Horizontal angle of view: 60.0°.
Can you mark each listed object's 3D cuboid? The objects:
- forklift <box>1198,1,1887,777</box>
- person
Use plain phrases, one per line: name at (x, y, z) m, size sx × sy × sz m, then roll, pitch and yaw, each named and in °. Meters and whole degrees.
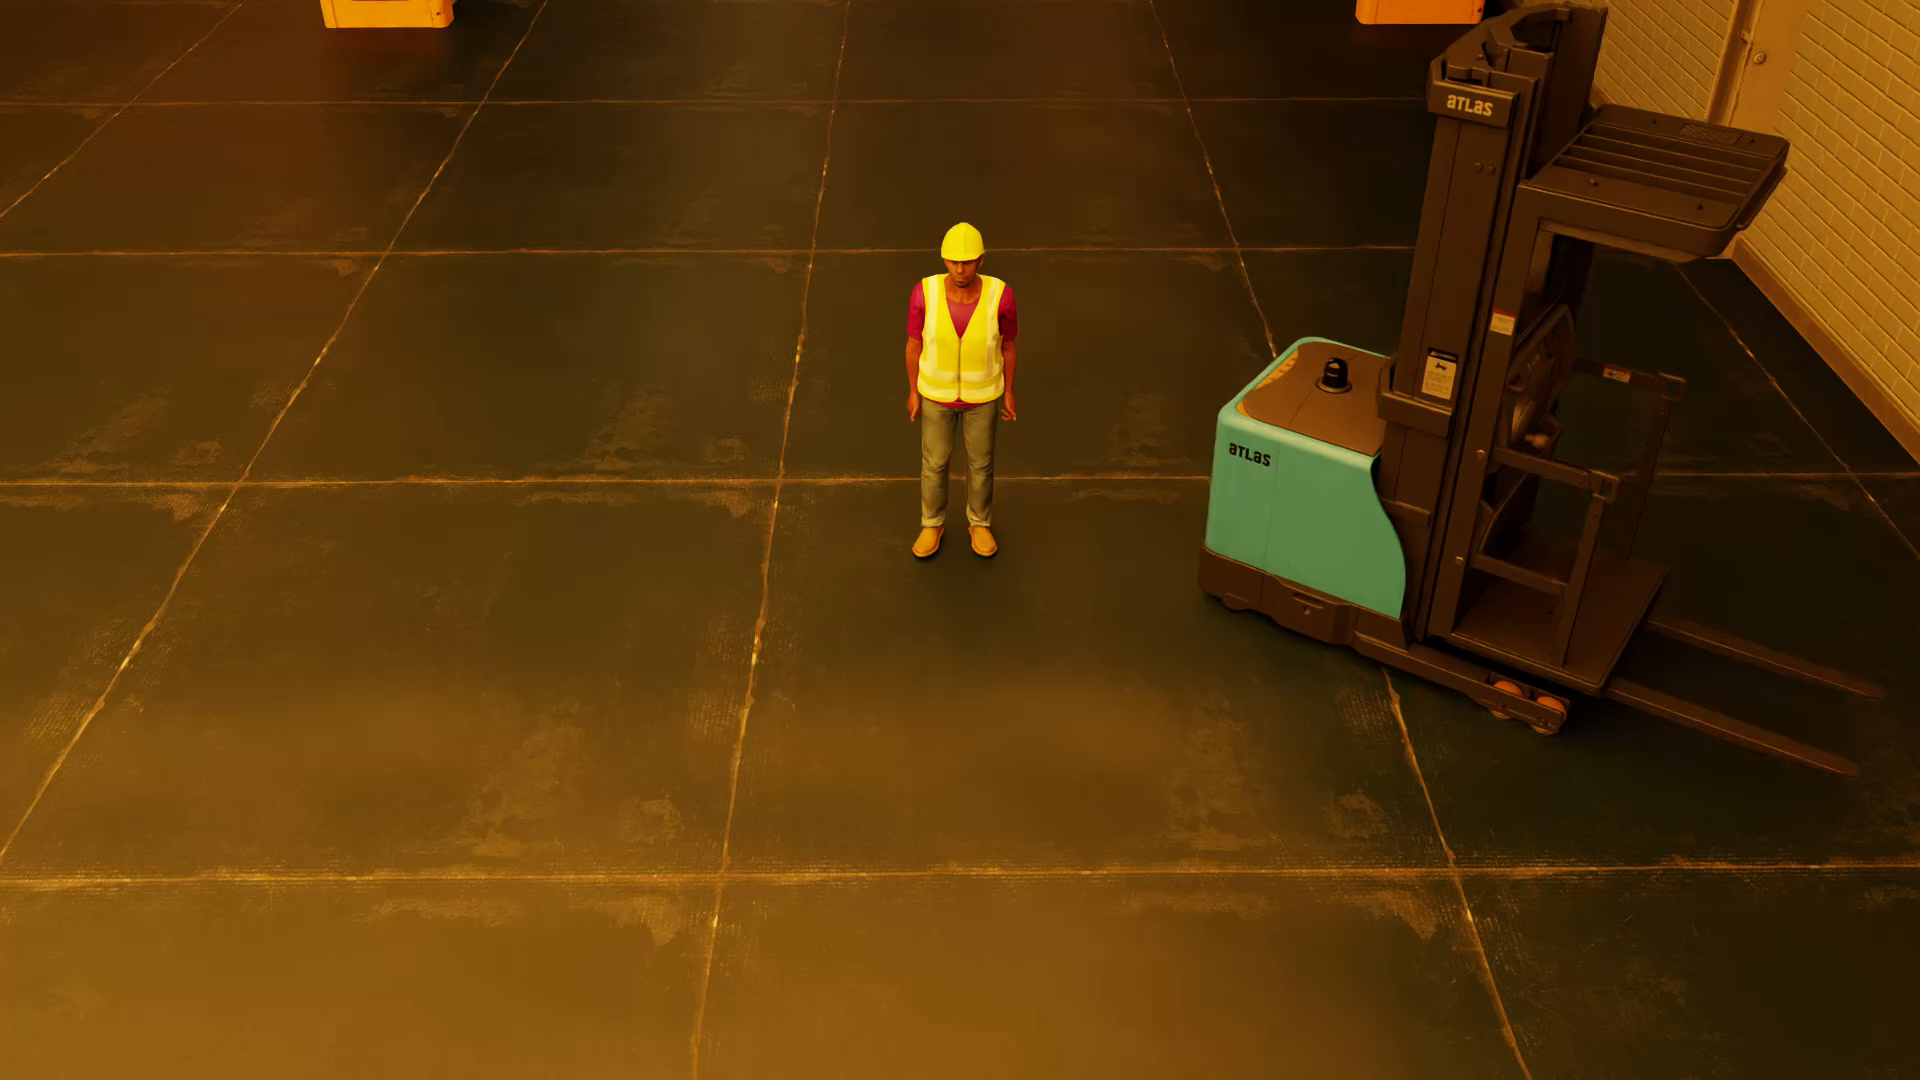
forklift at (2.698, -0.674, 7.184) m, size 3.031 × 2.935 × 1.130 m, roll 21°, pitch 40°, yaw 28°
person at (0.010, -0.725, 8.281) m, size 0.556 × 1.770 × 0.388 m, roll 0°, pitch 35°, yaw -1°
